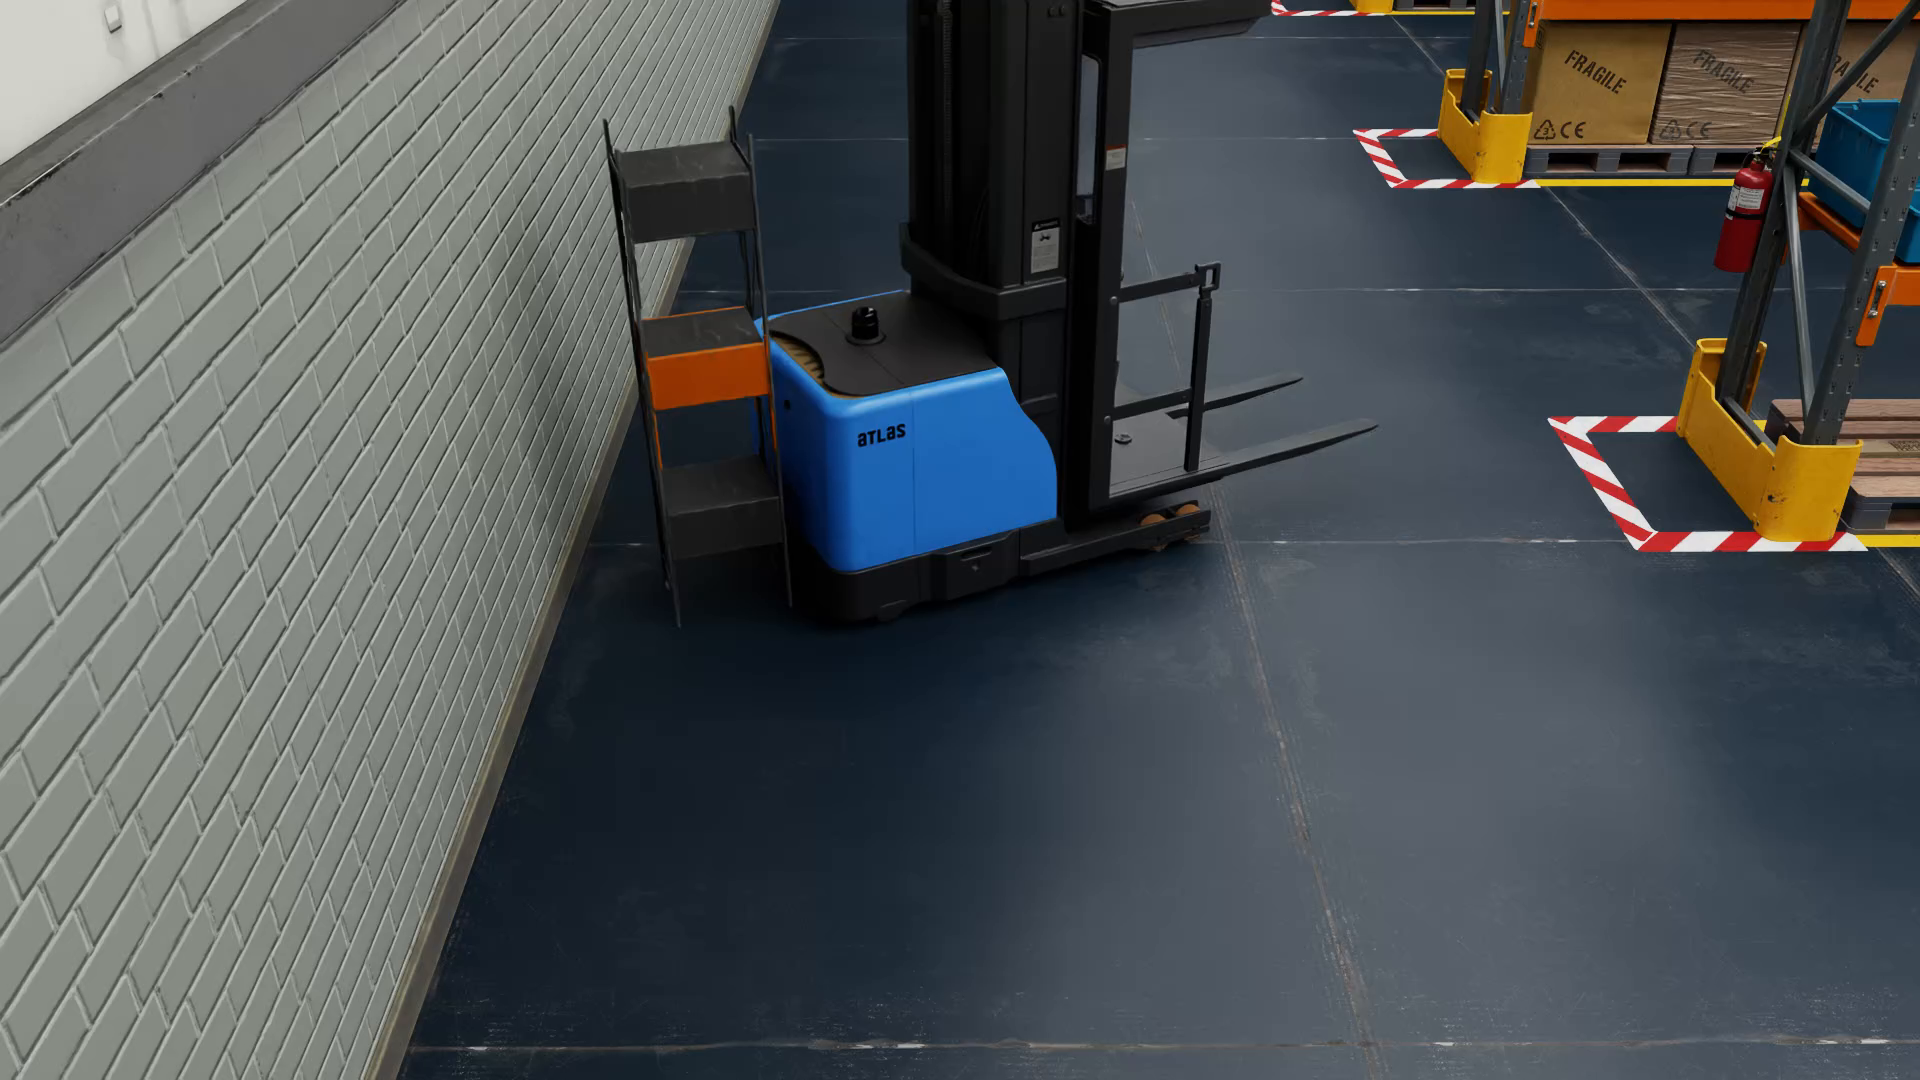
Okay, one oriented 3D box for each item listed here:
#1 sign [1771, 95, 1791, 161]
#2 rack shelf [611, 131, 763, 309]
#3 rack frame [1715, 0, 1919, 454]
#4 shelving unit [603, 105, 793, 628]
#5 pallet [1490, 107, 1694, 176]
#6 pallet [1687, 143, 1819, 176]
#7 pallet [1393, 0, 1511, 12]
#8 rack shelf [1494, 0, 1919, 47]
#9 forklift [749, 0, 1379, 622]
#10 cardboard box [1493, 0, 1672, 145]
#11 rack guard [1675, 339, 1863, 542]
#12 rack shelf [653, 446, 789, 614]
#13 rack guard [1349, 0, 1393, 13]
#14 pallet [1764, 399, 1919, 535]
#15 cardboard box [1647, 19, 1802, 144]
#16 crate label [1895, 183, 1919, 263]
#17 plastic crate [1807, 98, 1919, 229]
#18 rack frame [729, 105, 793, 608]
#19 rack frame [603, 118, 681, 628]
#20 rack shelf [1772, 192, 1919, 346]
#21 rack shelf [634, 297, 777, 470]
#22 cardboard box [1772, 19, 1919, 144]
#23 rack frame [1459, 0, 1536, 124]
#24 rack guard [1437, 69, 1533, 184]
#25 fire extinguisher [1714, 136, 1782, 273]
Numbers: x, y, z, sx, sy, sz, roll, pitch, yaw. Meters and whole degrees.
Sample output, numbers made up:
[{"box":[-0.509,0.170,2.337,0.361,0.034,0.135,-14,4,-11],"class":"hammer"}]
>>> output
[{"box":[3.916,-1.939,7.898,0.005,0.325,0.100,0,31,0],"class":"sign"},{"box":[-1.061,-1.245,6.443,0.480,0.518,0.431,-10,32,-14],"class":"rack shelf"},{"box":[3.935,-1.584,7.470,0.127,3.000,1.000,0,31,0],"class":"rack frame"},{"box":[-1.047,-0.658,6.800,0.503,2.100,0.431,-10,32,-14],"class":"shelving unit"},{"box":[4.705,-3.004,12.498,1.213,0.211,1.003,0,31,0],"class":"pallet"},{"box":[5.922,-3.007,12.502,1.213,0.211,1.003,0,31,0],"class":"pallet"},{"box":[4.865,-5.519,16.643,1.213,0.211,1.003,0,31,0],"class":"pallet"},{"box":[5.905,-3.852,11.901,4.000,0.370,1.077,0,31,0],"class":"rack shelf"},{"box":[0.590,-1.430,7.281,3.031,2.935,1.130,-15,34,-23],"class":"forklift"},{"box":[4.545,-3.468,12.218,0.875,0.875,0.875,0,31,0],"class":"cardboard box"},{"box":[3.911,-0.509,8.107,0.348,0.500,1.175,0,31,0],"class":"rack guard"},{"box":[-1.033,-0.049,7.170,0.480,0.518,0.431,-10,32,-14],"class":"rack shelf"},{"box":[4.053,-5.658,16.594,0.348,0.500,1.175,0,31,0],"class":"rack guard"},{"box":[4.760,-0.375,8.164,1.213,0.211,1.003,0,31,0],"class":"pallet"},{"box":[5.455,-3.471,12.223,0.875,0.875,0.875,0,31,0],"class":"cardboard box"},{"box":[4.184,-1.369,7.217,0.303,0.233,0.416,0,31,0],"class":"crate label"},{"box":[4.269,-1.723,7.606,0.499,0.435,0.616,0,31,0],"class":"plastic crate"},{"box":[-0.814,-0.700,6.859,0.015,2.100,0.400,-10,32,-14],"class":"rack frame"},{"box":[-1.280,-0.617,6.741,0.015,2.100,0.400,-10,32,-14],"class":"rack frame"},{"box":[5.935,-1.283,7.667,4.000,0.370,1.077,0,31,0],"class":"rack shelf"},{"box":[-1.047,-0.647,6.807,0.480,0.518,0.431,-10,32,-14],"class":"rack shelf"},{"box":[6.345,-3.474,12.227,0.875,0.875,0.875,0,31,0],"class":"cardboard box"},{"box":[3.906,-4.154,11.704,0.127,3.000,1.000,0,31,0],"class":"rack frame"},{"box":[3.882,-3.085,12.352,0.348,0.500,1.175,0,31,0],"class":"rack guard"},{"box":[3.782,-1.627,7.974,0.183,0.674,0.296,0,31,0],"class":"fire extinguisher"}]
